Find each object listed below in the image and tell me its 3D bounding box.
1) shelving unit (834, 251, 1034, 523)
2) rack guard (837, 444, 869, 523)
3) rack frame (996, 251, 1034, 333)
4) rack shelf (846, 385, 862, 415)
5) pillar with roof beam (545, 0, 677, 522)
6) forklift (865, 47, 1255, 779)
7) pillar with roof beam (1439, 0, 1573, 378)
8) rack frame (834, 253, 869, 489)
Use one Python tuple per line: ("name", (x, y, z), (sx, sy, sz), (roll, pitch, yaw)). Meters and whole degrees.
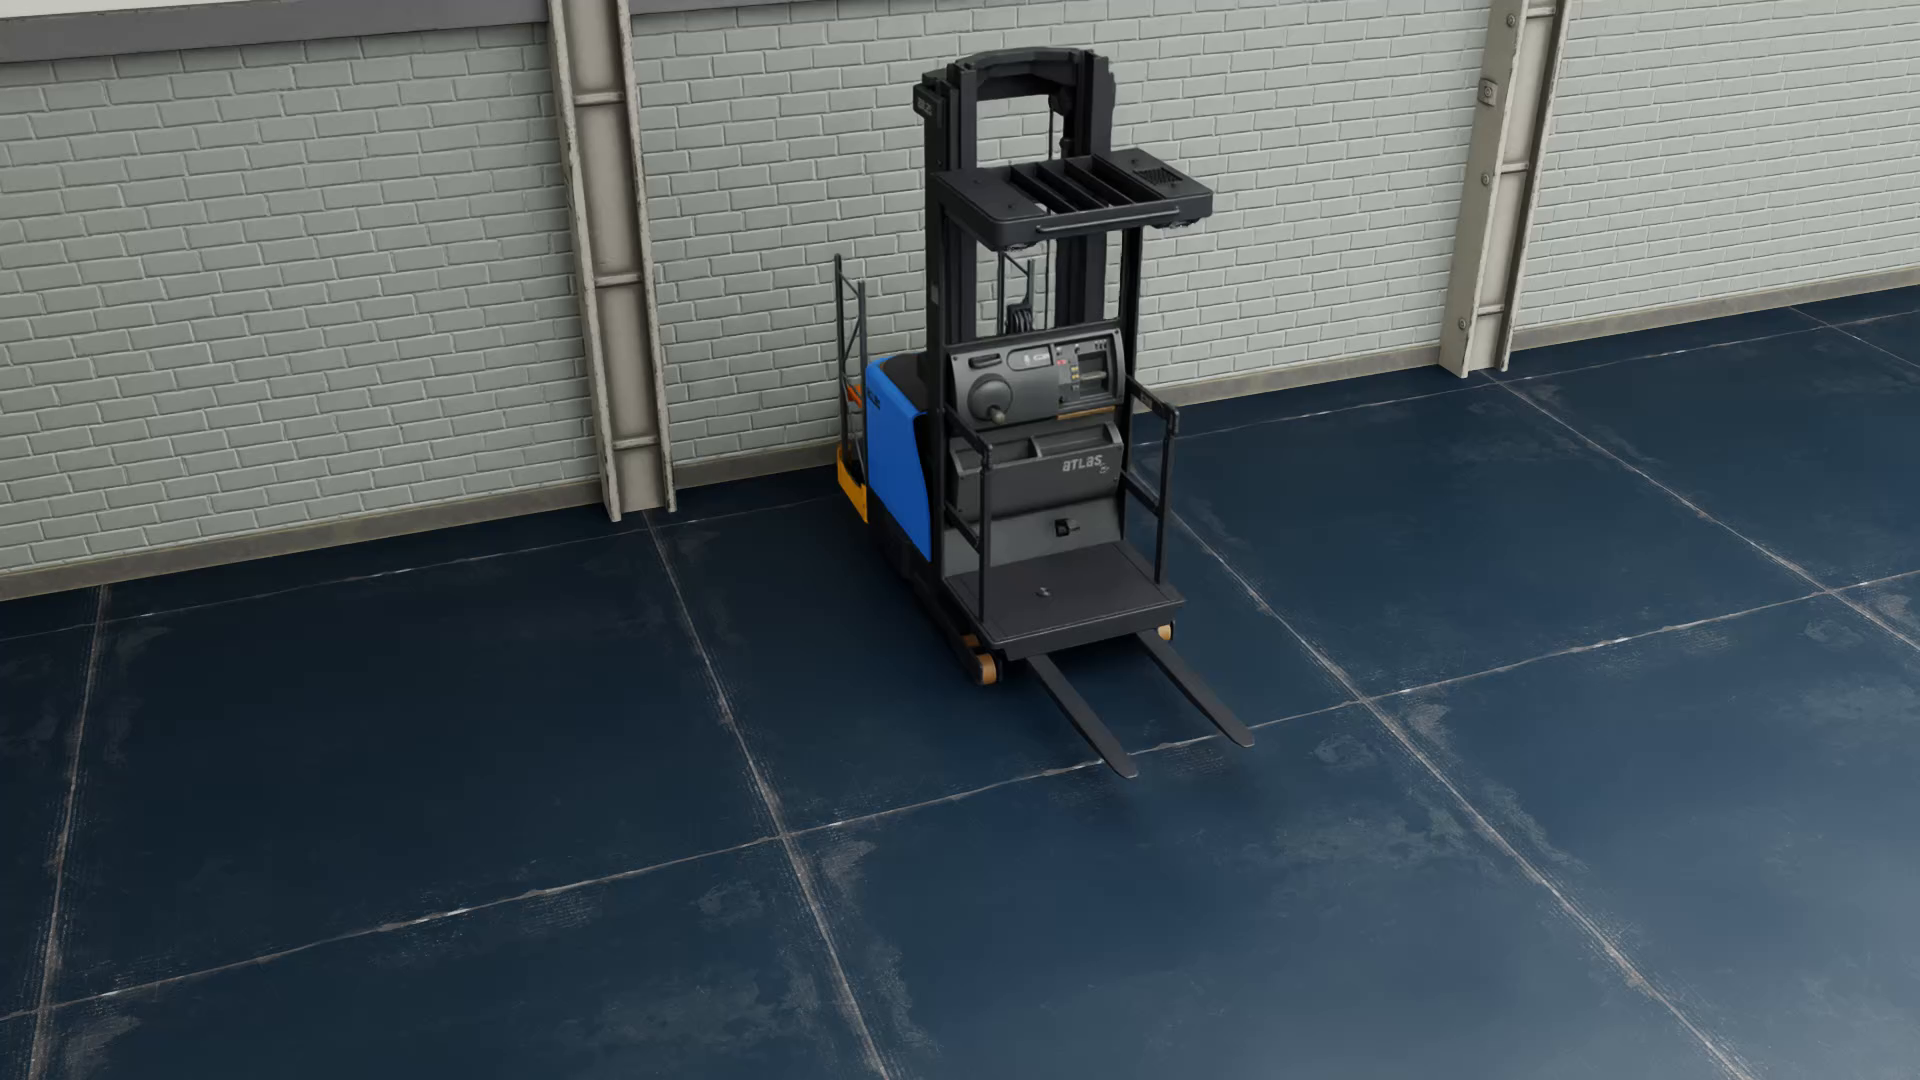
("shelving unit", (-0.160, -0.979, 9.954), (1.083, 1.500, 0.587), (-10, 31, -18))
("rack guard", (-0.626, -0.350, 10.112), (0.087, 0.250, 0.587), (-10, 31, -18))
("rack frame", (0.325, -1.069, 10.111), (0.032, 1.500, 0.500), (-10, 31, -18))
("rack shelf", (-0.151, -0.825, 10.046), (1.000, 0.185, 0.538), (-10, 31, -18))
("pillar with roof beam", (-0.448, -2.127, 4.392), (0.400, 9.000, 9.100), (-10, 31, -18))
("forklift", (0.478, -0.771, 8.142), (1.130, 2.935, 3.031), (-11, 32, -19))
("pillar with roof beam", (5.176, -3.162, 6.210), (0.400, 9.000, 9.100), (-10, 31, -18))
("rack frame", (-0.628, -0.893, 9.803), (0.032, 1.500, 0.500), (-10, 31, -18))
